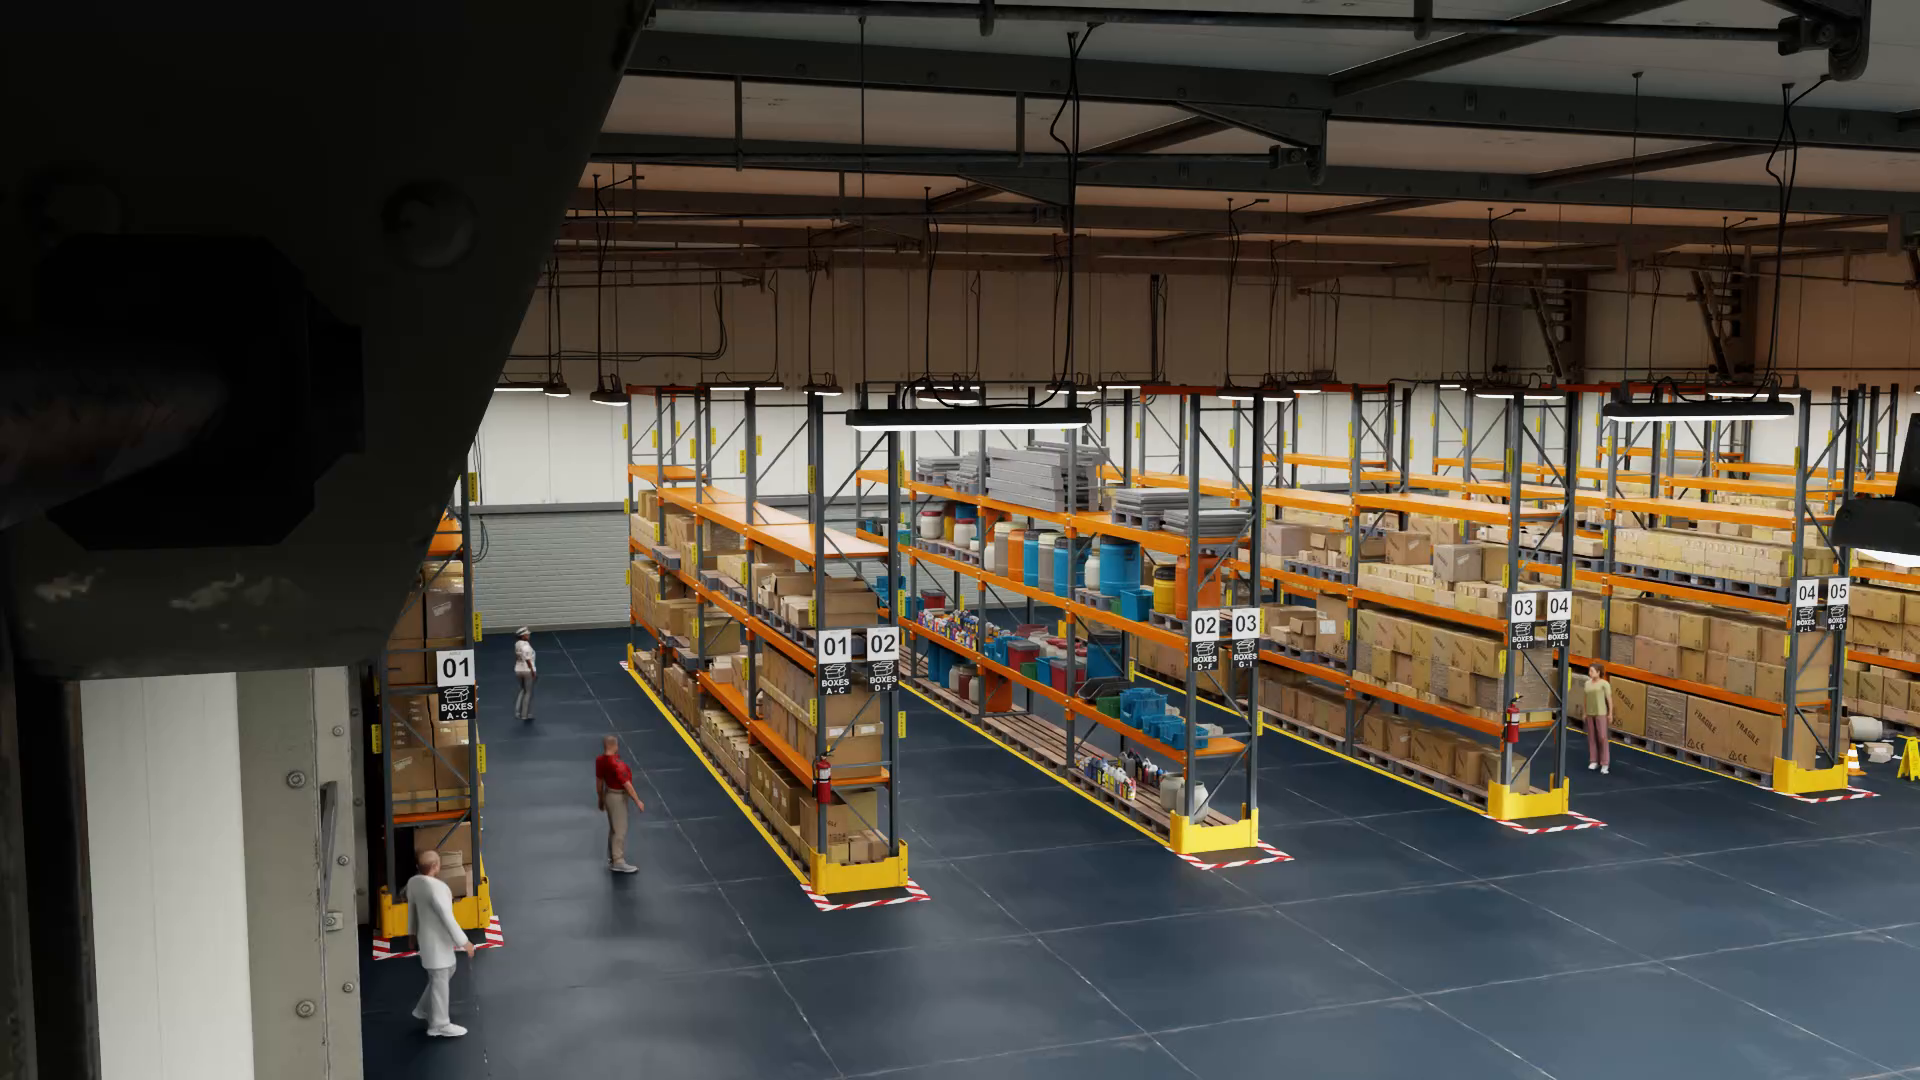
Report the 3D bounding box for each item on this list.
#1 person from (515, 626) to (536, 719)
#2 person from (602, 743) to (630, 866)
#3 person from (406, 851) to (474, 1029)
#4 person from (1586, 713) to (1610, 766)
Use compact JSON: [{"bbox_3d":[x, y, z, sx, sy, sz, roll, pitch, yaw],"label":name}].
[{"bbox_3d":[-7.801,2.392,29.964,0.416,1.703,0.423,3,7,27],"label":"person"},{"bbox_3d":[-4.322,3.309,20.994,0.359,1.554,0.422,-2,6,-20],"label":"person"},{"bbox_3d":[-4.945,3.775,15.828,0.560,1.701,0.644,-3,7,-25],"label":"person"},{"bbox_3d":[10.100,3.078,26.292,0.267,0.950,0.447,-4,7,-35],"label":"person"}]
